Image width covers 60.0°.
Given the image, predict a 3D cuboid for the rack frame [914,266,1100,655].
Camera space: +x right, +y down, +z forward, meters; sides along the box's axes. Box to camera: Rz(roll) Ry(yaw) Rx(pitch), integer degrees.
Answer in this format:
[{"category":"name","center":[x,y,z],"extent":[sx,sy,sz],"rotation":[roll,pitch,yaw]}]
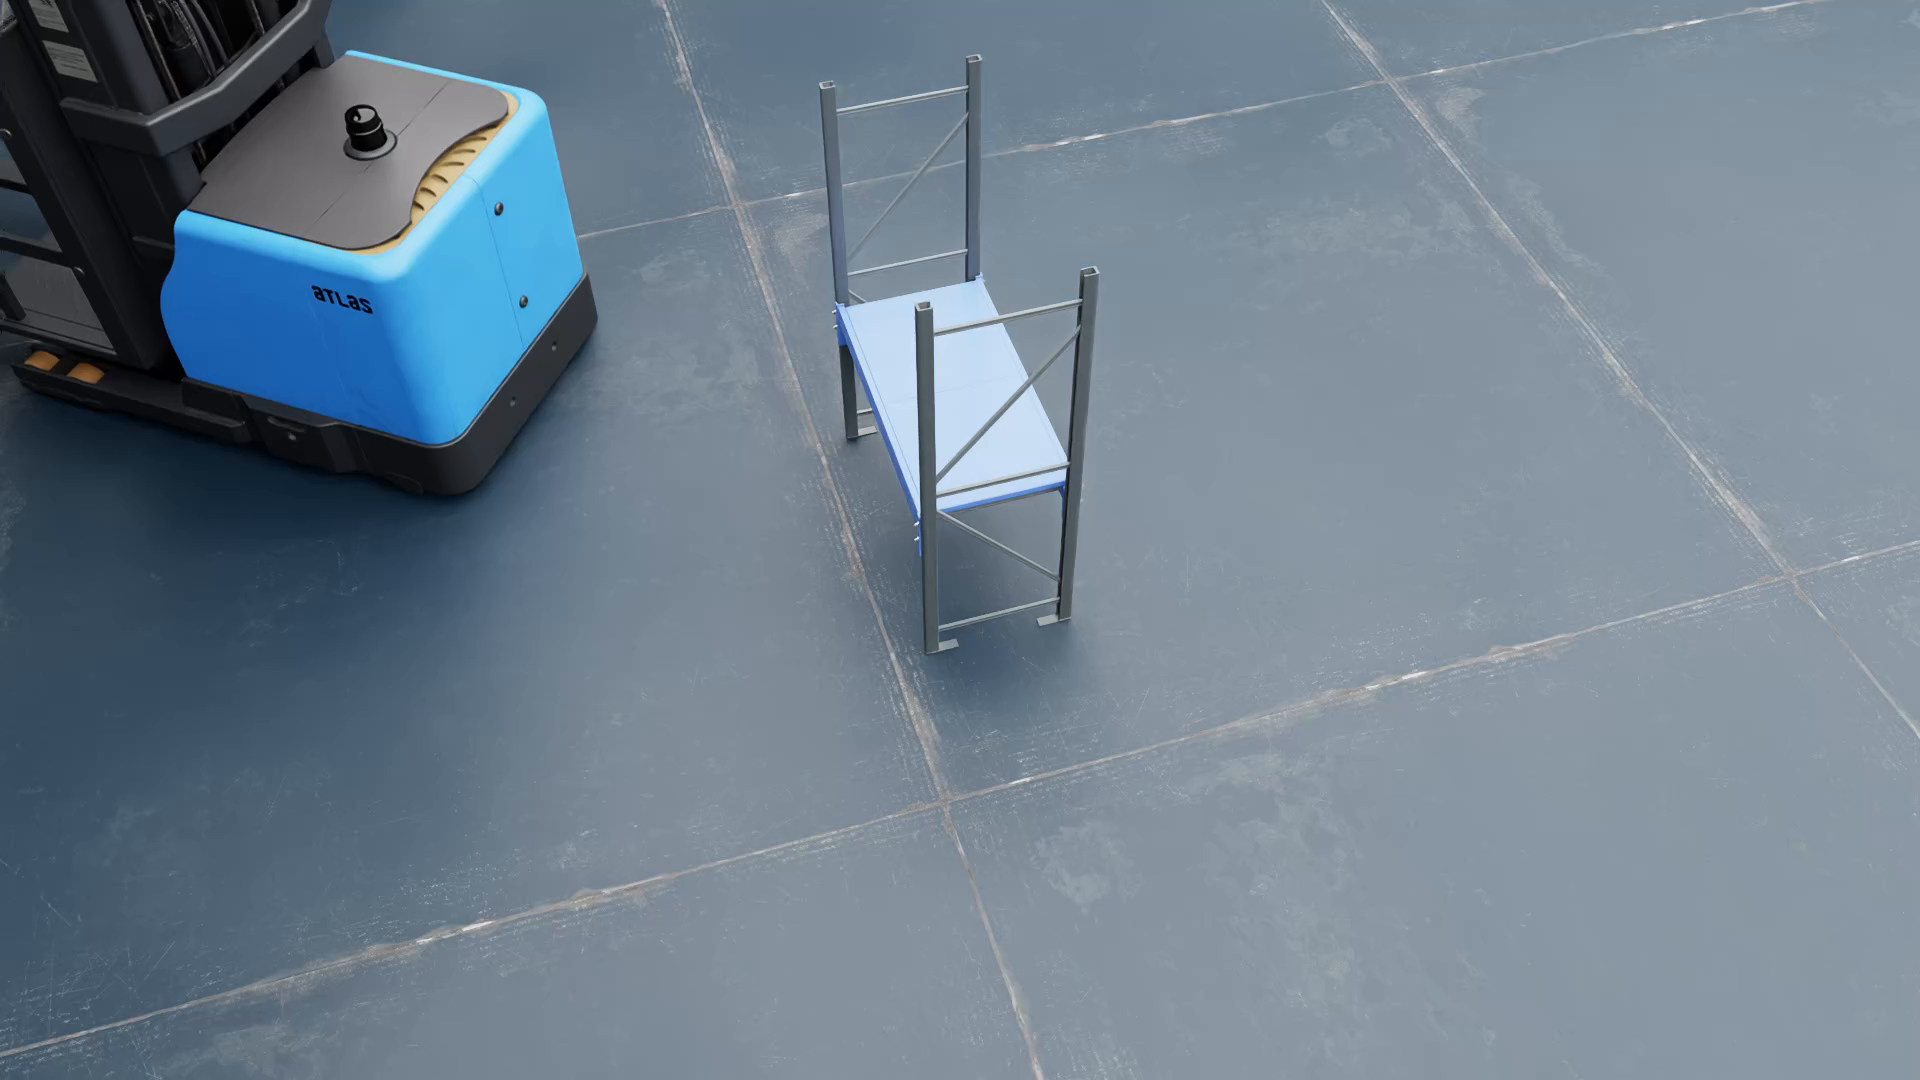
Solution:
[{"category":"rack frame","center":[0.125,-0.174,4.916],"extent":[0.500,1.500,0.032],"rotation":[-13,51,-11]}]

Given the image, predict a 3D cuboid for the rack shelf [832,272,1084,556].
[{"category":"rack shelf","center":[-0.025,-0.430,5.367],"extent":[0.538,0.185,1.000],"rotation":[-13,51,-11]}]

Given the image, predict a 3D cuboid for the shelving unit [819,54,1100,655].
[{"category":"shelving unit","center":[-0.025,-0.546,5.229],"extent":[0.538,1.500,1.048],"rotation":[-13,51,-11]}]

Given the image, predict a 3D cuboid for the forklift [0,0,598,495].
[{"category":"forklift","center":[-2.960,-1.800,5.350],"extent":[3.031,2.935,1.130],"rotation":[15,52,13]}]

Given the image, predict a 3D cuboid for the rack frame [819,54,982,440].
[{"category":"rack frame","center":[-0.176,-0.917,5.542],"extent":[0.500,1.500,0.032],"rotation":[-13,51,-11]}]
